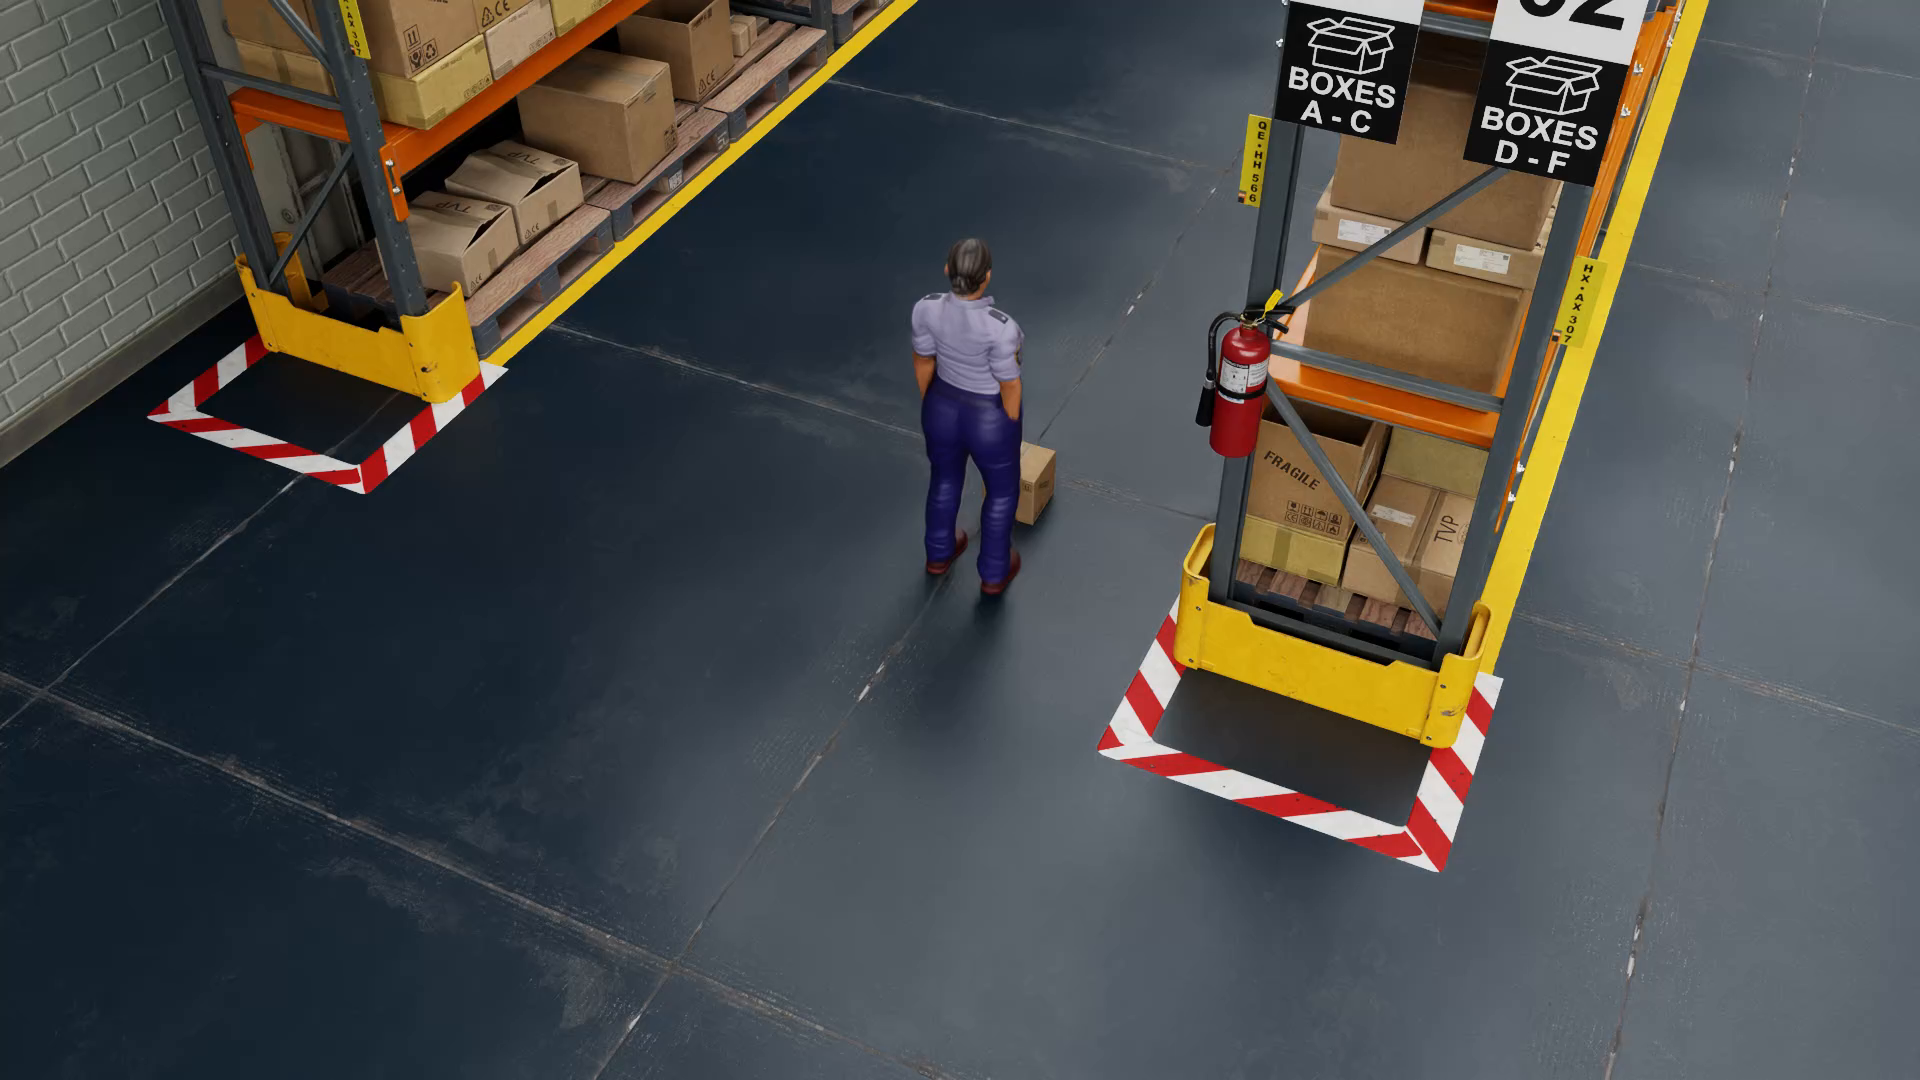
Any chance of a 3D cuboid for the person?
[{"bbox_3d":[0.038,-0.501,6.732,0.470,1.648,0.341,18,45,19],"label":"person"}]
